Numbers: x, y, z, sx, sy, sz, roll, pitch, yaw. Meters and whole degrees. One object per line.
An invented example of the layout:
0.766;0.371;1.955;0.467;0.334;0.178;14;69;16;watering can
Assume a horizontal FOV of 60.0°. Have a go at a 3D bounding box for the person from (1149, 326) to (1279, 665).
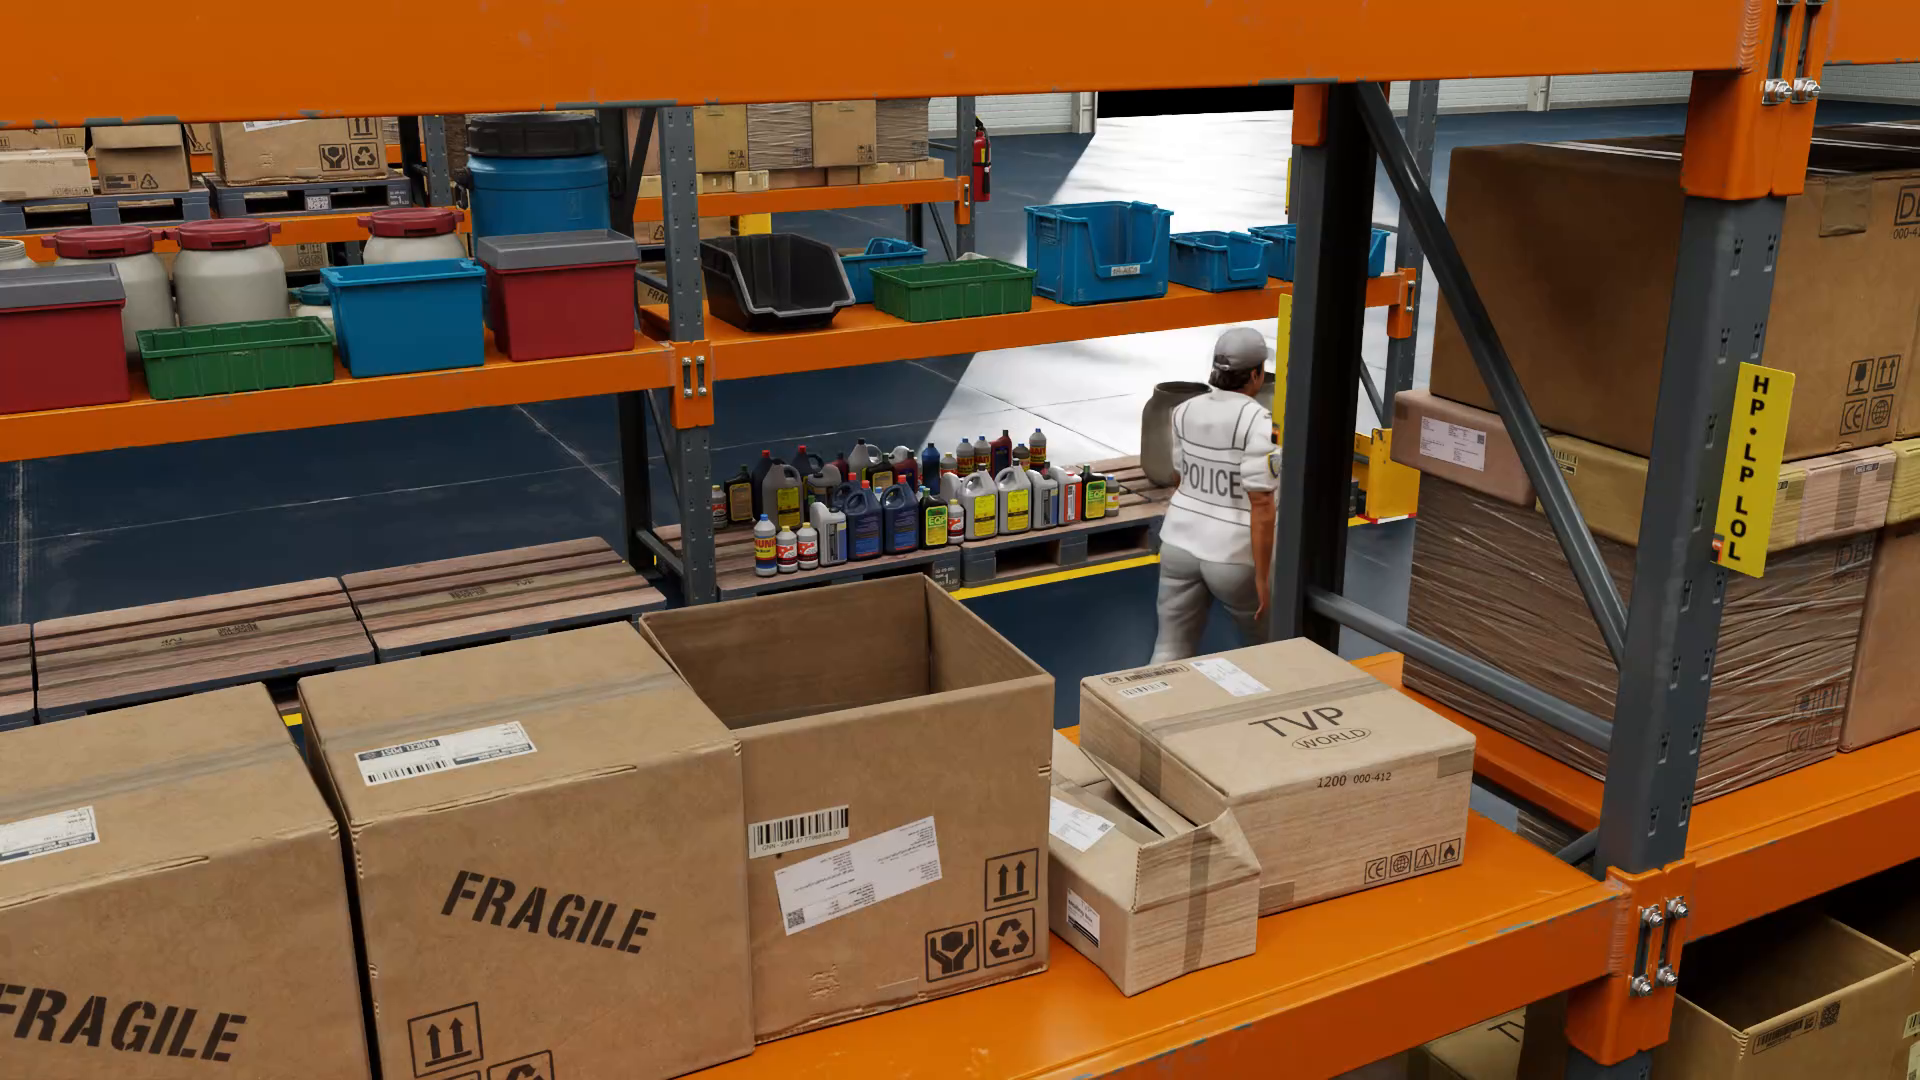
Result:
0.980;0.024;5.959;0.520;1.600;0.974;15;24;38;person
